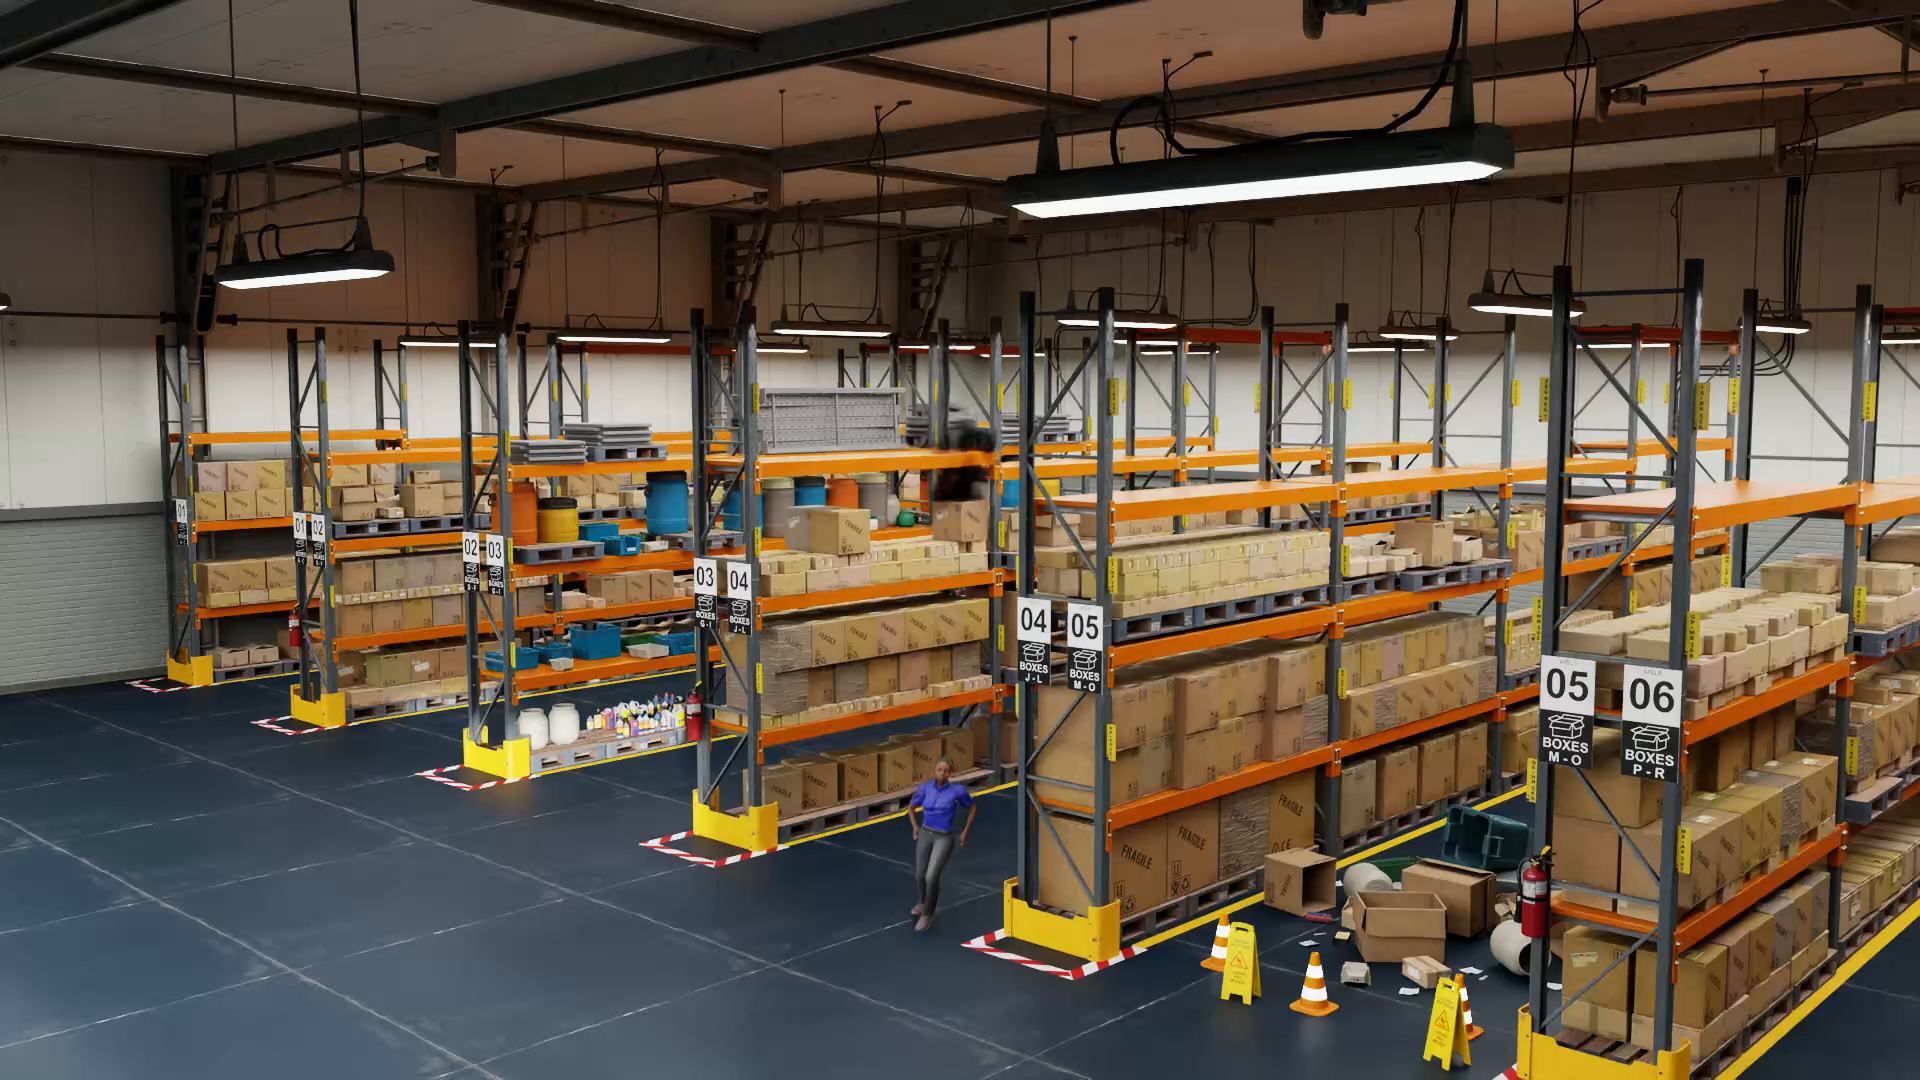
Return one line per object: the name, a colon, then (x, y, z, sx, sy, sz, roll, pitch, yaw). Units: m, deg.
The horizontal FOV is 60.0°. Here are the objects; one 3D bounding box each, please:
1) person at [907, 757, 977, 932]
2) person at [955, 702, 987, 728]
person: (-0.207, 2.883, 15.845, 0.651, 1.660, 0.668, 2, 6, 19)
person: (0.141, 1.791, 23.924, 0.562, 1.734, 0.813, 5, 7, 43)
